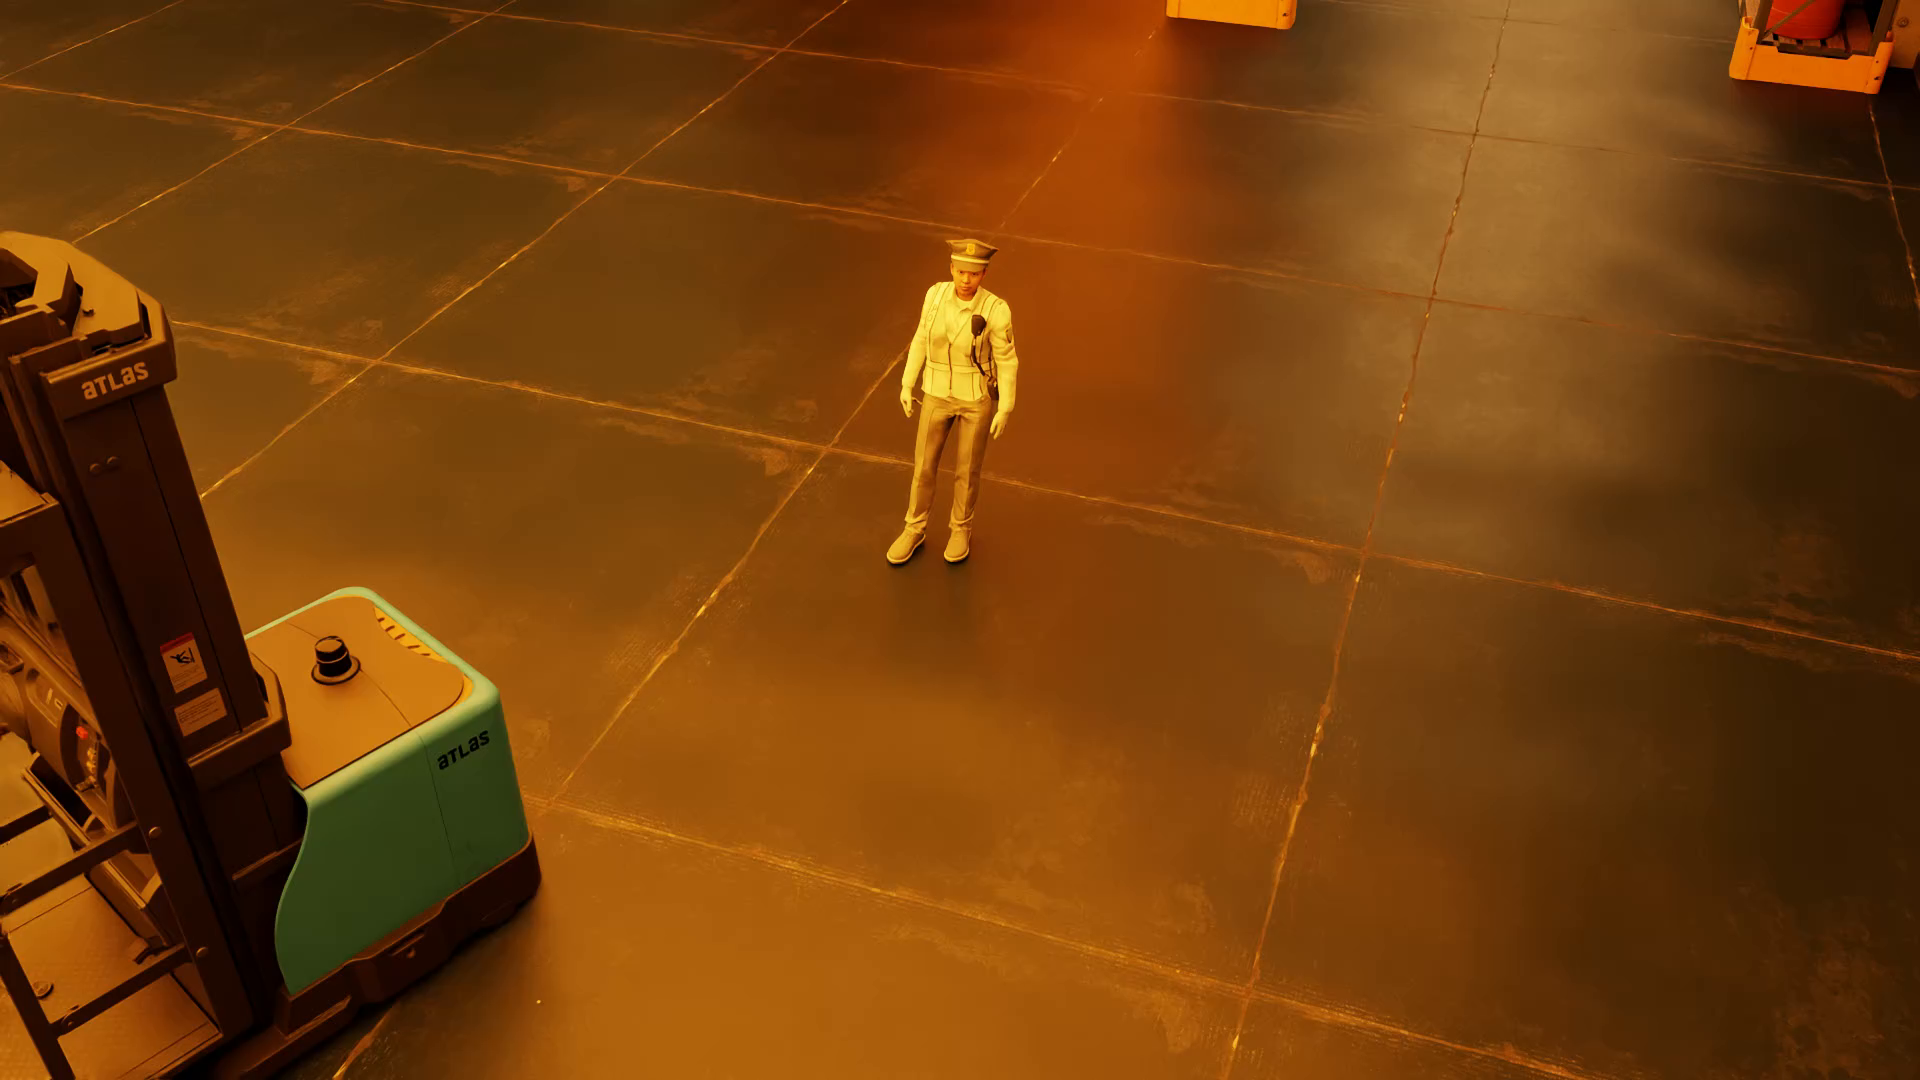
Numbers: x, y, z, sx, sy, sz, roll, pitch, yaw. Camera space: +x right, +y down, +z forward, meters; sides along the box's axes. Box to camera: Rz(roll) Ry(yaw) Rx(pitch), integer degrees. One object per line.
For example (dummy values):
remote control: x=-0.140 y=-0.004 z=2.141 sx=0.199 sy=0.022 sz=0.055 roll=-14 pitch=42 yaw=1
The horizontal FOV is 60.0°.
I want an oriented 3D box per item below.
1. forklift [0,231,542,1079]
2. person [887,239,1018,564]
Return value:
forklift: x=-3.035 y=0.653 z=5.190 sx=1.130 sy=2.935 sz=3.031 roll=28 pitch=44 yaw=34
person: x=-0.029 y=-0.661 z=8.100 sx=0.588 sy=1.695 sz=0.531 roll=12 pitch=37 yaw=16
